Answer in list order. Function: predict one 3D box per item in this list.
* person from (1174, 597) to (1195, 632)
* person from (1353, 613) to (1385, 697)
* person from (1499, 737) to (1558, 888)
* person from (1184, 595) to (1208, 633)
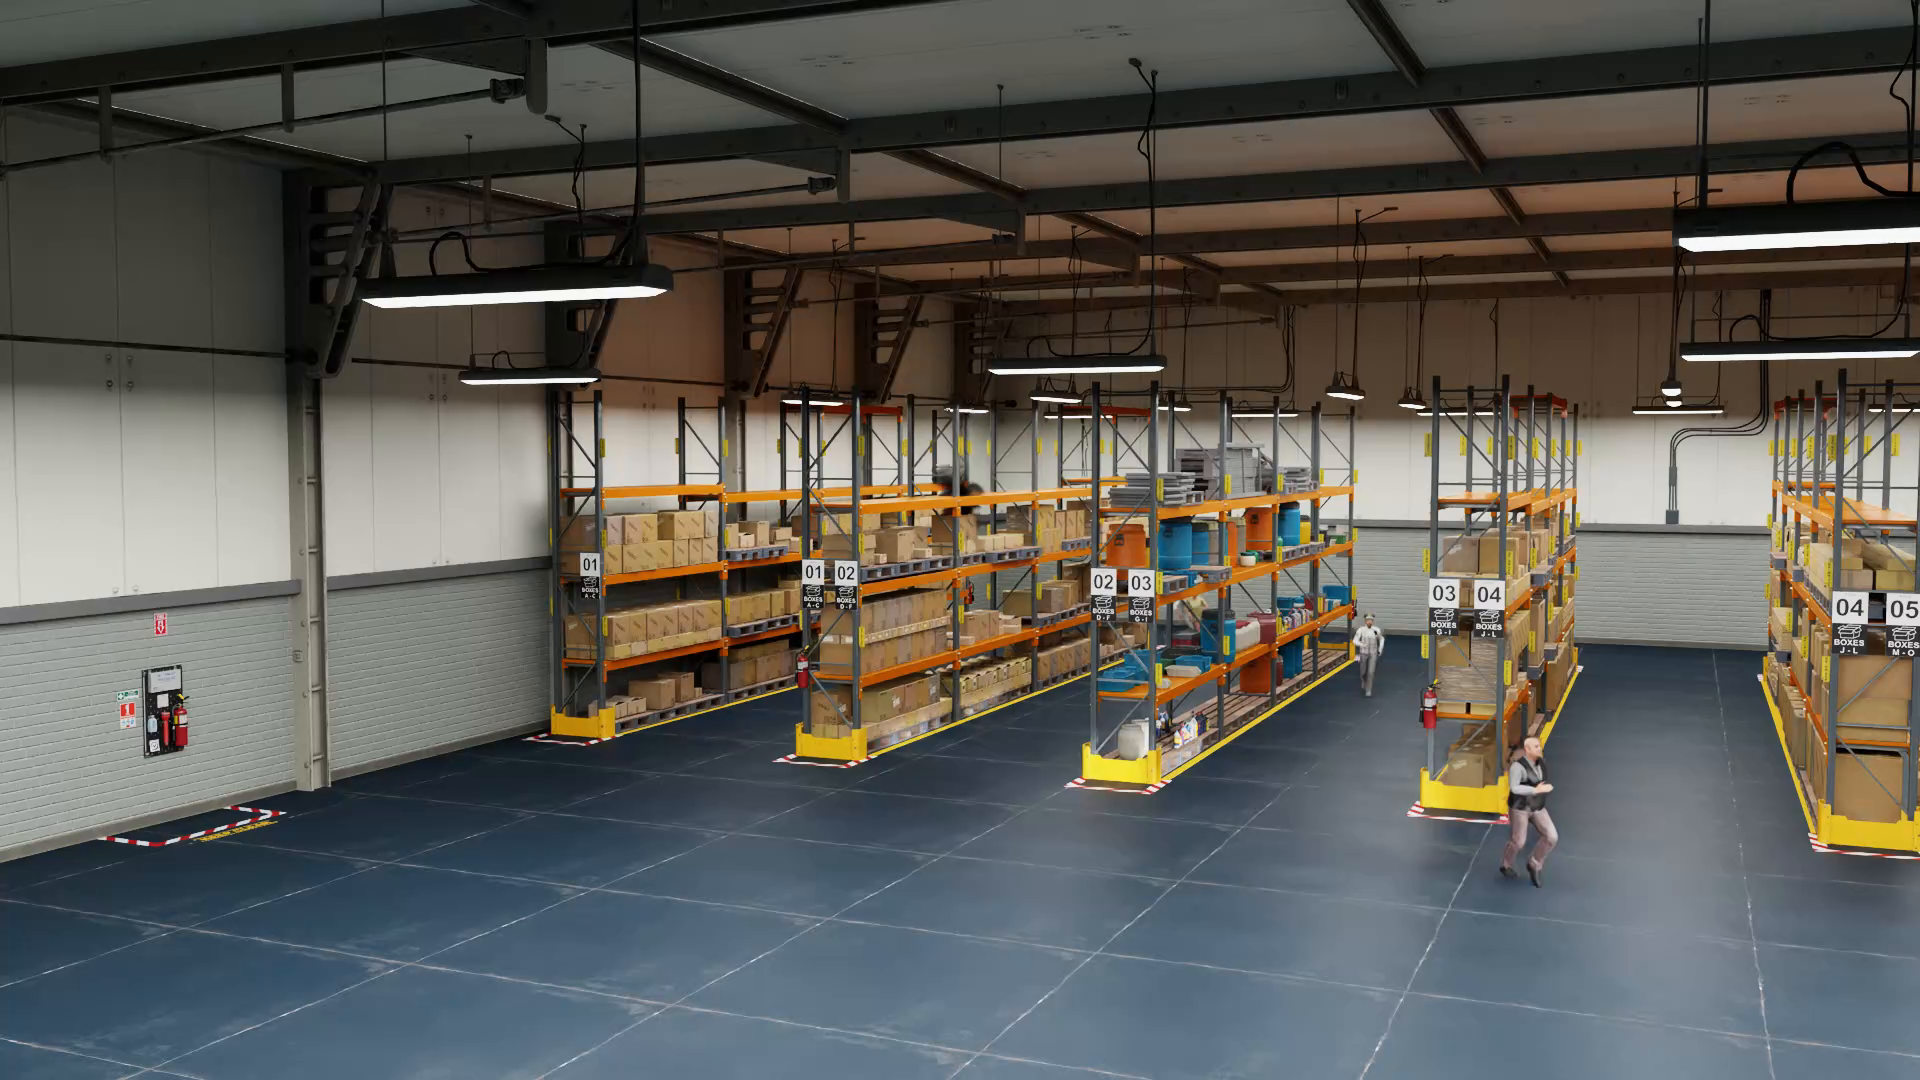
[{"bbox_3d":[5.670,1.932,41.504,0.588,1.590,0.614,-1,3,-25],"label":"person"},{"bbox_3d":[8.279,2.301,33.677,0.626,1.669,0.760,1,3,11],"label":"person"},{"bbox_3d":[6.487,3.094,18.996,0.681,1.720,0.812,-2,4,-27],"label":"person"},{"bbox_3d":[5.794,1.962,40.664,0.634,1.606,0.841,0,3,4],"label":"person"}]
